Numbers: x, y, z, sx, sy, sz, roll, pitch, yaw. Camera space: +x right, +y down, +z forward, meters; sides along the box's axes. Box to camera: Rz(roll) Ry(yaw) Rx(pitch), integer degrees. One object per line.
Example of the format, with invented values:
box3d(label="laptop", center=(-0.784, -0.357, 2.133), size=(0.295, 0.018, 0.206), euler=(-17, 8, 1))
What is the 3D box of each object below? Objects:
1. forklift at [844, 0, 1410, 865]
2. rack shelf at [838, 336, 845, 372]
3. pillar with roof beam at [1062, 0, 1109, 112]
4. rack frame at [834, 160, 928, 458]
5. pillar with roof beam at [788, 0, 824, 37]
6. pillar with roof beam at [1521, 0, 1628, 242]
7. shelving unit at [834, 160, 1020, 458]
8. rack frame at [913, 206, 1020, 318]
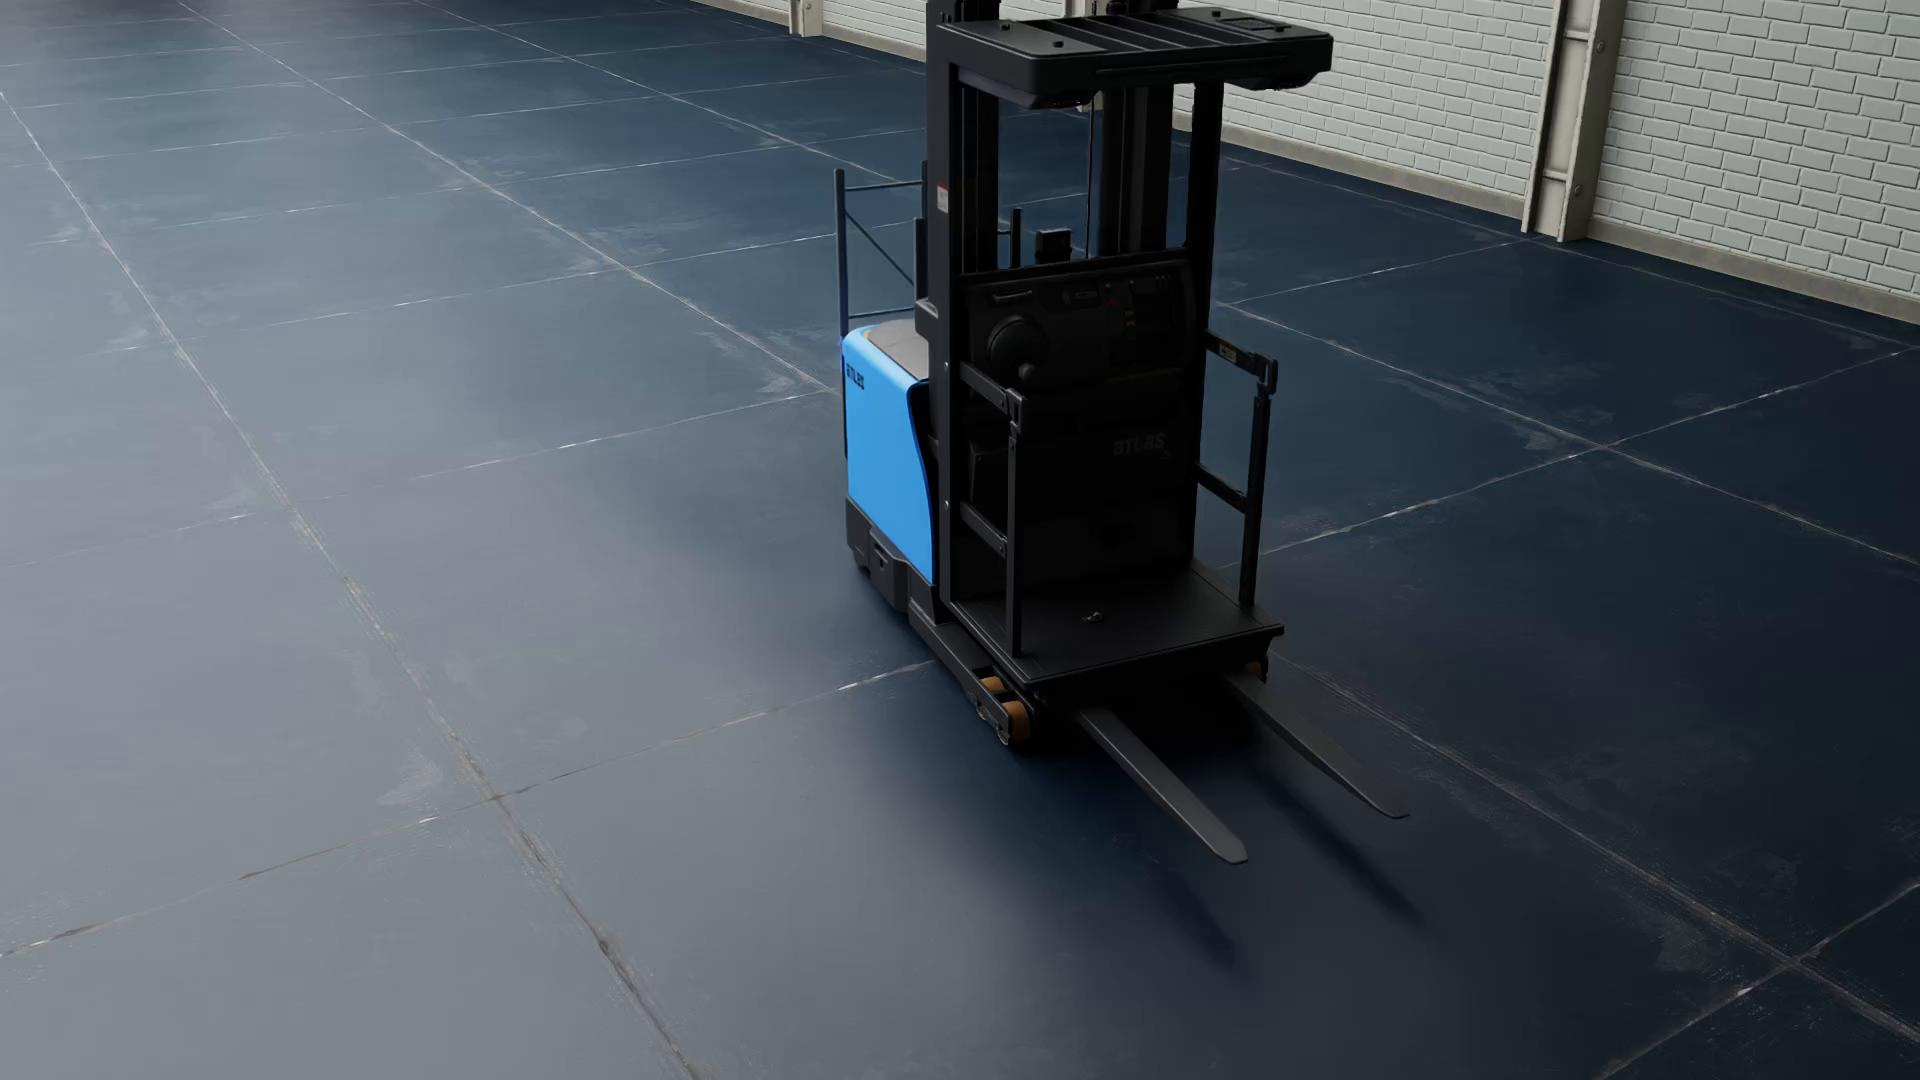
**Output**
box3d(label="forklift", center=(0.539, -0.775, 5.959), size=(1.130, 2.935, 3.031), euler=(-11, 27, -21))
box3d(label="rack shelf", center=(-0.171, -0.790, 8.087), size=(0.538, 0.185, 1.000), euler=(-11, 27, -21))
box3d(label="pillar with roof beam", center=(-2.338, -7.553, 13.208), size=(9.100, 9.000, 0.400), euler=(-16, 29, -30))
box3d(label="rack frame", center=(-0.375, -1.151, 8.431), size=(0.500, 1.500, 0.032), euler=(-11, 27, -21))
box3d(label="pillar with roof beam", center=(-5.614, -9.699, 17.754), size=(9.100, 9.000, 0.400), euler=(-16, 29, -30))
box3d(label="pillar with roof beam", center=(0.937, -5.407, 8.662), size=(9.100, 9.000, 0.400), euler=(-16, 29, -30))
box3d(label="shelving unit", center=(-0.171, -0.952, 8.010), size=(0.538, 1.500, 1.048), euler=(-11, 27, -21))
box3d(label="rack frame", center=(0.033, -0.753, 7.589), size=(0.500, 1.500, 0.032), euler=(-11, 27, -21))
